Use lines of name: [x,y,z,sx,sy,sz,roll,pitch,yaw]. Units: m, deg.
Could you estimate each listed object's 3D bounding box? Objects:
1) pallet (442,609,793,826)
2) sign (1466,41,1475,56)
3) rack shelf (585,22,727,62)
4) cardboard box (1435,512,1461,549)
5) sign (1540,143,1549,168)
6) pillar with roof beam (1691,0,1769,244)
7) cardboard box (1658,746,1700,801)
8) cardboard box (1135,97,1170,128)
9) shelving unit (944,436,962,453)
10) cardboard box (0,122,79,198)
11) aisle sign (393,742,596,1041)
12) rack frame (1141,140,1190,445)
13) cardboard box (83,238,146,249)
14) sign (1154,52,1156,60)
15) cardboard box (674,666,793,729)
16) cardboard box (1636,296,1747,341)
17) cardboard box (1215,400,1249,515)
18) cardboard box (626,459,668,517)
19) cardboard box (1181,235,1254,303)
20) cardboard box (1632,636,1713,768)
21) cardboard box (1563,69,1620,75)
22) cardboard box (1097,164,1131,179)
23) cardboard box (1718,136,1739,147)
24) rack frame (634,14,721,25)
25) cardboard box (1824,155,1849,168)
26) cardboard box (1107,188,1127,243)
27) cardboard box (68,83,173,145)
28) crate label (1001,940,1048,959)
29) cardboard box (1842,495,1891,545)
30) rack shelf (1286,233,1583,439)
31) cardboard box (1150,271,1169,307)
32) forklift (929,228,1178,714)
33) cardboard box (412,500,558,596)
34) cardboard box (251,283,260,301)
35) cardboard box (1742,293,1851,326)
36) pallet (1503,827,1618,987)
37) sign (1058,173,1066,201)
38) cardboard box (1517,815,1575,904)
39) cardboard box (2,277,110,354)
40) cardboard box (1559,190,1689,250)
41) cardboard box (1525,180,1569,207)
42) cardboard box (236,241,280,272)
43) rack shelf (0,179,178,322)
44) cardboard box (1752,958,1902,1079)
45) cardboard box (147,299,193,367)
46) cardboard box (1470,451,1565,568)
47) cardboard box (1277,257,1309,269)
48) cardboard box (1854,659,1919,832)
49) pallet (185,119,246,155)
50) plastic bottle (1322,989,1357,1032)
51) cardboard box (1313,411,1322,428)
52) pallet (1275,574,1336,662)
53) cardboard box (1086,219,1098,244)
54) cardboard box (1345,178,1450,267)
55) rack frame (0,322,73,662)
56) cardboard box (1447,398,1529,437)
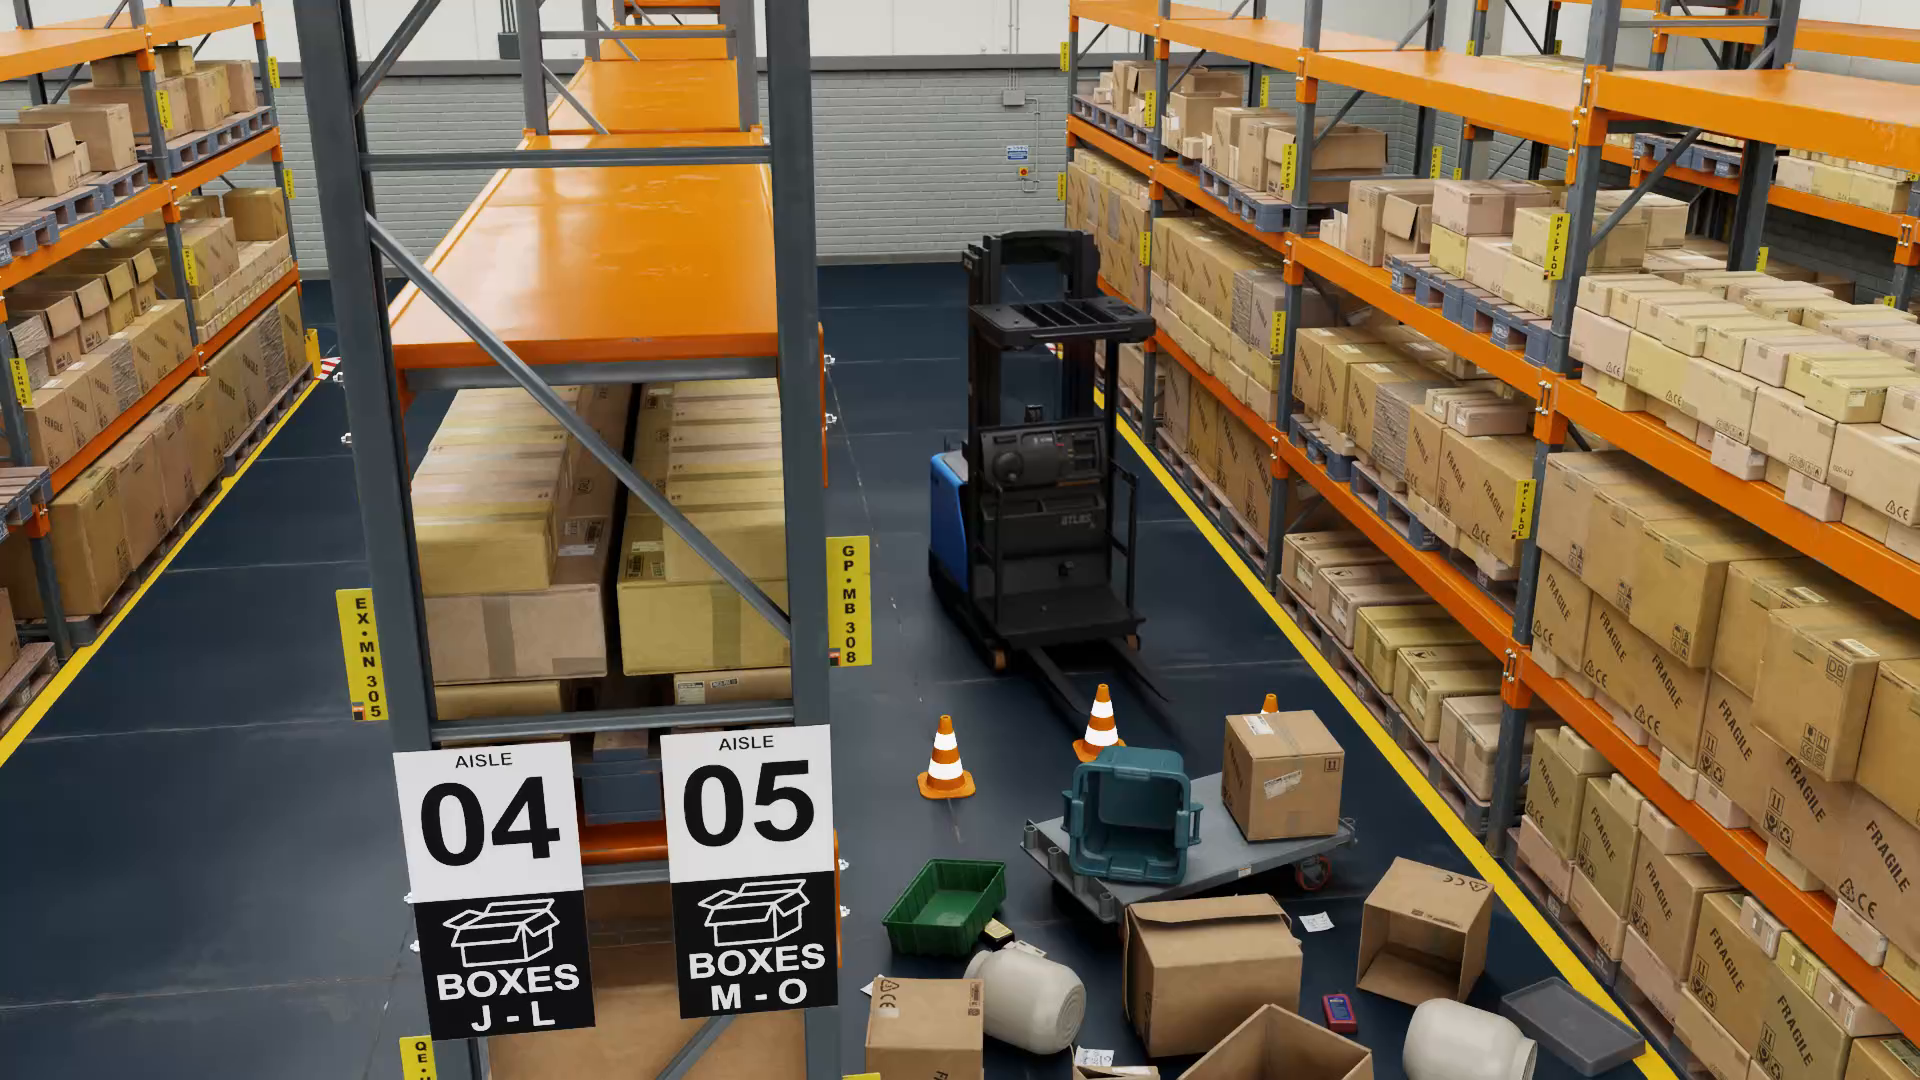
pallet: [-0.927,0.403,4.689,1.003,0.211,1.213,-3,21,-8]
sign: [6.142,-5.840,20.029,0.100,0.325,0.005,-3,21,-8]
rack shelf: [-2.251,-3.725,12.928,1.077,0.370,4.000,-3,21,-8]
cardboard box: [3.057,-0.069,9.874,0.380,0.149,0.250,-3,21,-9]
sign: [7.231,-4.764,20.579,0.100,0.325,0.005,-3,21,-8]
pillar with roof beam: [3.787,-5.548,16.208,9.100,9.000,0.400,-3,21,-8]
cardboard box: [3.401,1.040,7.504,0.380,0.149,0.250,-3,21,-7]
cardboard box: [1.936,-4.207,16.355,0.396,0.266,0.258,-2,21,-6]
shelving unit: [-0.001,-0.424,14.066,0.258,0.900,0.210,-3,21,-8]
cardboard box: [-7.201,-2.888,12.627,0.797,0.503,0.637,-3,21,-8]
aisle sign: [-1.096,0.845,3.951,0.394,0.787,0.004,-3,21,-8]
rack frame: [2.345,-2.416,16.398,1.000,3.000,0.127,-3,21,-8]
cardboard box: [-7.793,-2.483,15.293,0.500,0.500,0.500,-2,21,-6]
sign: [2.307,-5.607,19.501,0.100,0.325,0.005,-3,21,-8]
cardboard box: [-0.541,0.357,4.301,0.380,0.149,0.250,-3,21,-7]
cardboard box: [3.316,-1.002,7.543,0.380,0.149,0.250,-4,21,-10]
cardboard box: [2.779,-0.785,14.468,0.875,0.875,0.875,-3,21,-7]
cardboard box: [-0.699,-0.050,4.823,0.500,0.250,0.500,-3,21,-8]
cardboard box: [2.294,-2.416,14.826,0.500,0.500,0.500,-3,21,-9]
cardboard box: [3.440,0.681,7.538,0.500,0.500,0.500,-3,21,-8]
cardboard box: [6.798,-4.890,17.810,0.500,0.250,0.500,-3,21,-7]
cardboard box: [1.718,-4.034,18.229,0.380,0.149,0.250,-3,21,-7]
cardboard box: [7.083,-3.634,14.987,0.380,0.149,0.250,-2,21,-6]
rack frame: [-3.116,-6.327,18.295,1.000,3.000,0.127,-3,21,-8]
cardboard box: [7.434,-3.182,13.806,0.380,0.149,0.250,-3,21,-8]
cardboard box: [1.856,-3.433,17.548,0.500,0.500,0.500,-3,21,-7]
cardboard box: [-7.634,-3.880,15.144,0.700,0.500,0.500,-4,21,-11]
crate label: [0.296,2.130,8.318,0.250,0.136,0.298,17,27,39]
cardboard box: [3.589,-0.103,6.277,0.380,0.149,0.250,-3,21,-9]
rack shelf: [3.210,-1.407,10.437,1.077,0.370,4.000,-3,21,-8]
cardboard box: [2.129,-2.414,15.891,0.500,0.250,0.500,-4,21,-9]
forklift: [0.662,-0.597,11.625,1.130,2.935,3.031,-6,21,-16]
cardboard box: [-1.194,0.019,4.067,0.380,0.149,0.250,-3,21,-7]
cardboard box: [-7.441,-2.548,17.109,0.380,0.149,0.250,-3,21,-7]
cardboard box: [3.822,-1.028,7.614,0.380,0.149,0.250,-2,21,-6]
pallet: [3.630,1.891,8.852,1.003,0.211,1.213,-3,21,-8]
sign: [1.218,-4.218,19.872,0.100,0.325,0.005,-3,21,-8]
cardboard box: [3.316,1.663,8.807,0.500,0.250,0.500,-4,21,-10]
cardboard box: [-7.169,-1.760,13.064,0.797,0.503,0.637,-2,21,-6]
cardboard box: [3.728,-1.807,9.379,0.500,0.250,0.500,-3,21,-9]
cardboard box: [6.695,-3.783,18.776,0.500,0.500,0.500,-2,21,-6]
cardboard box: [-7.634,-3.040,17.859,0.500,0.250,0.500,-3,21,-9]
rack shelf: [-7.174,-2.292,12.807,1.077,0.370,4.000,-3,21,-8]
cardboard box: [3.622,2.034,6.742,0.500,0.500,0.500,-2,21,-6]
cardboard box: [-7.124,-1.815,14.646,0.500,0.500,0.500,-3,21,-8]
cardboard box: [3.204,-0.178,9.237,0.500,0.500,0.500,-3,21,-9]
cardboard box: [2.952,-2.081,13.928,0.500,0.500,0.500,-2,21,-6]
cardboard box: [3.719,0.742,5.944,0.700,0.500,0.500,-3,21,-7]
pallet: [-7.742,-3.985,16.439,1.003,0.211,1.213,-3,21,-8]
plastic bottle: [1.828,2.272,8.047,0.133,0.061,0.283,1,20,2]
cardboard box: [2.792,-0.889,12.068,0.380,0.149,0.250,-4,21,-11]
pallet: [3.032,0.546,12.454,1.003,0.211,1.213,-3,21,-8]
cardboard box: [1.709,-3.317,18.666,0.500,0.500,0.500,-3,21,-8]
cardboard box: [3.048,-2.155,11.268,0.700,0.500,0.500,-3,21,-8]
rack frame: [-6.885,-0.532,11.352,1.000,3.000,0.127,-3,21,-8]
cardboard box: [3.096,-0.720,9.760,0.380,0.149,0.250,-4,21,-9]
